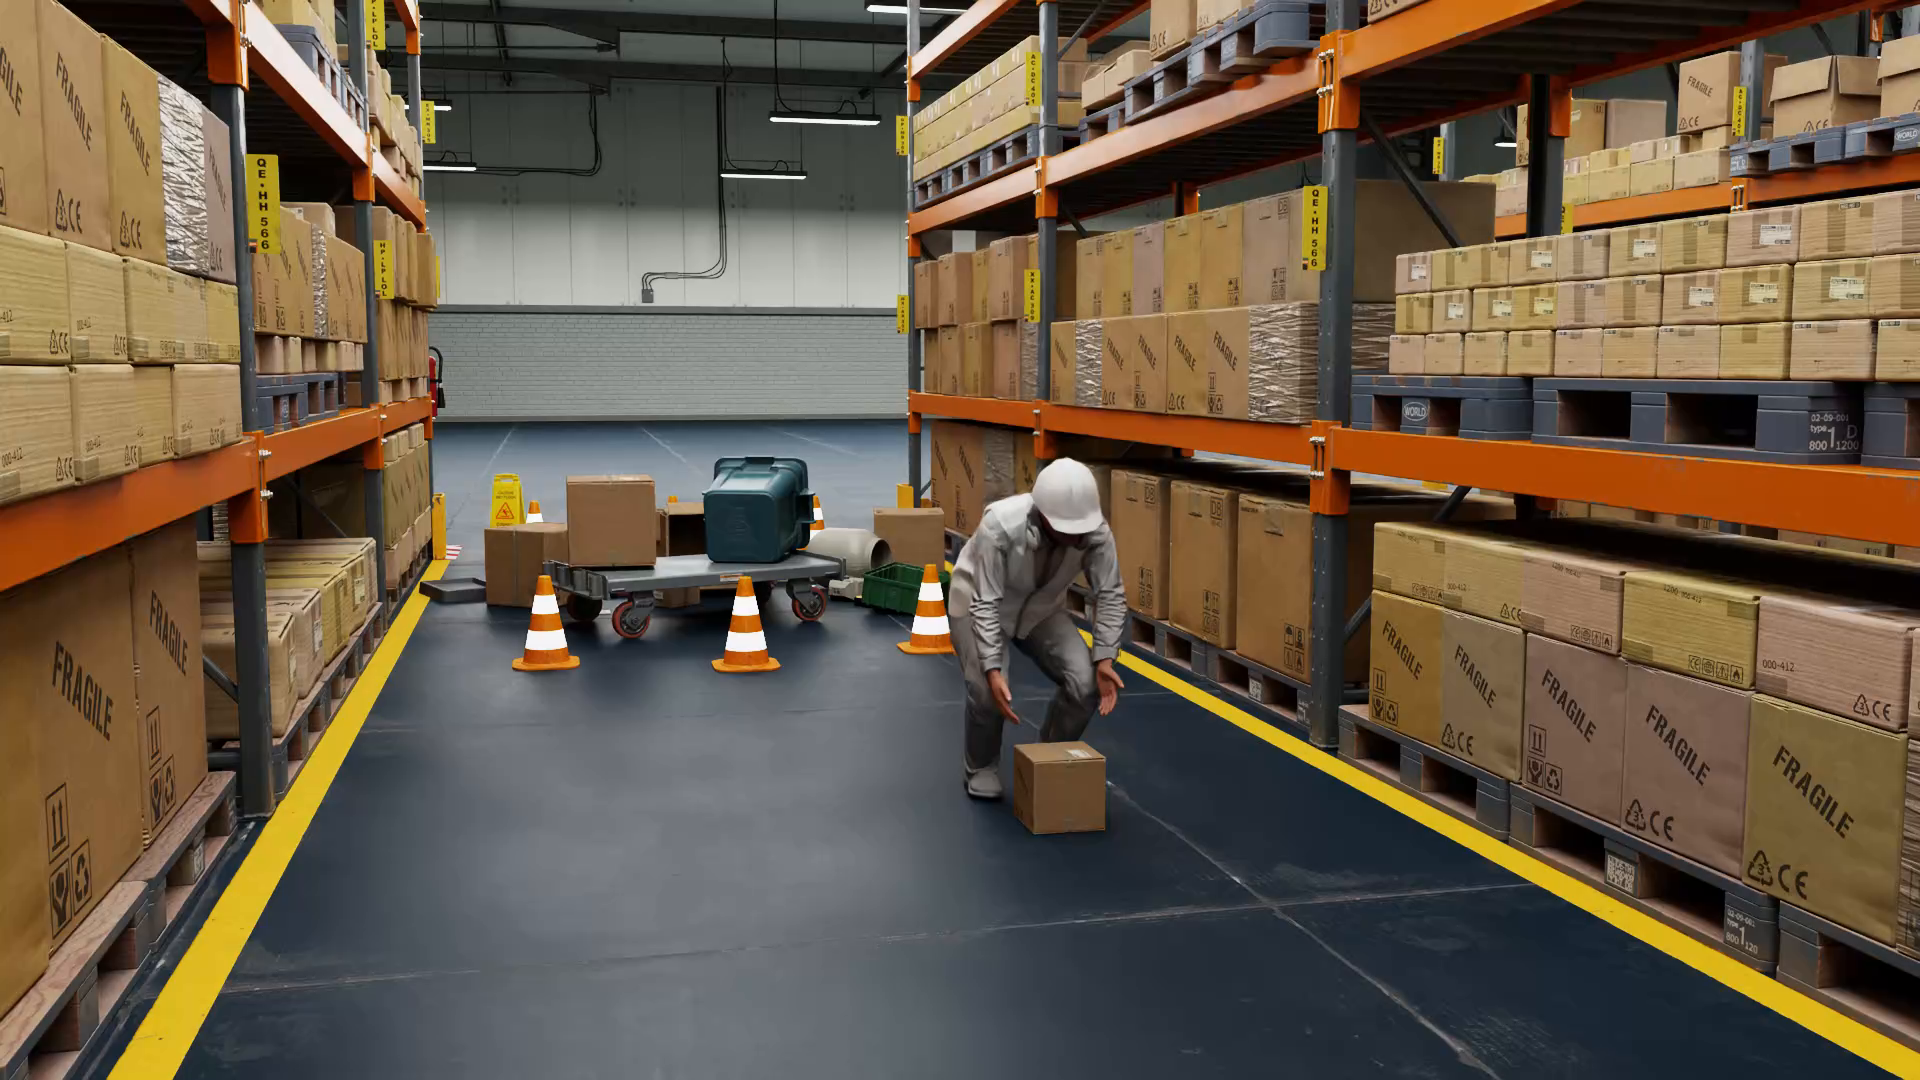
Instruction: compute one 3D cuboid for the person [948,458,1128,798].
[{"bbox_3d":[0.277,0.309,5.951,0.578,1.240,0.842,-1,6,-14],"label":"person"}]
